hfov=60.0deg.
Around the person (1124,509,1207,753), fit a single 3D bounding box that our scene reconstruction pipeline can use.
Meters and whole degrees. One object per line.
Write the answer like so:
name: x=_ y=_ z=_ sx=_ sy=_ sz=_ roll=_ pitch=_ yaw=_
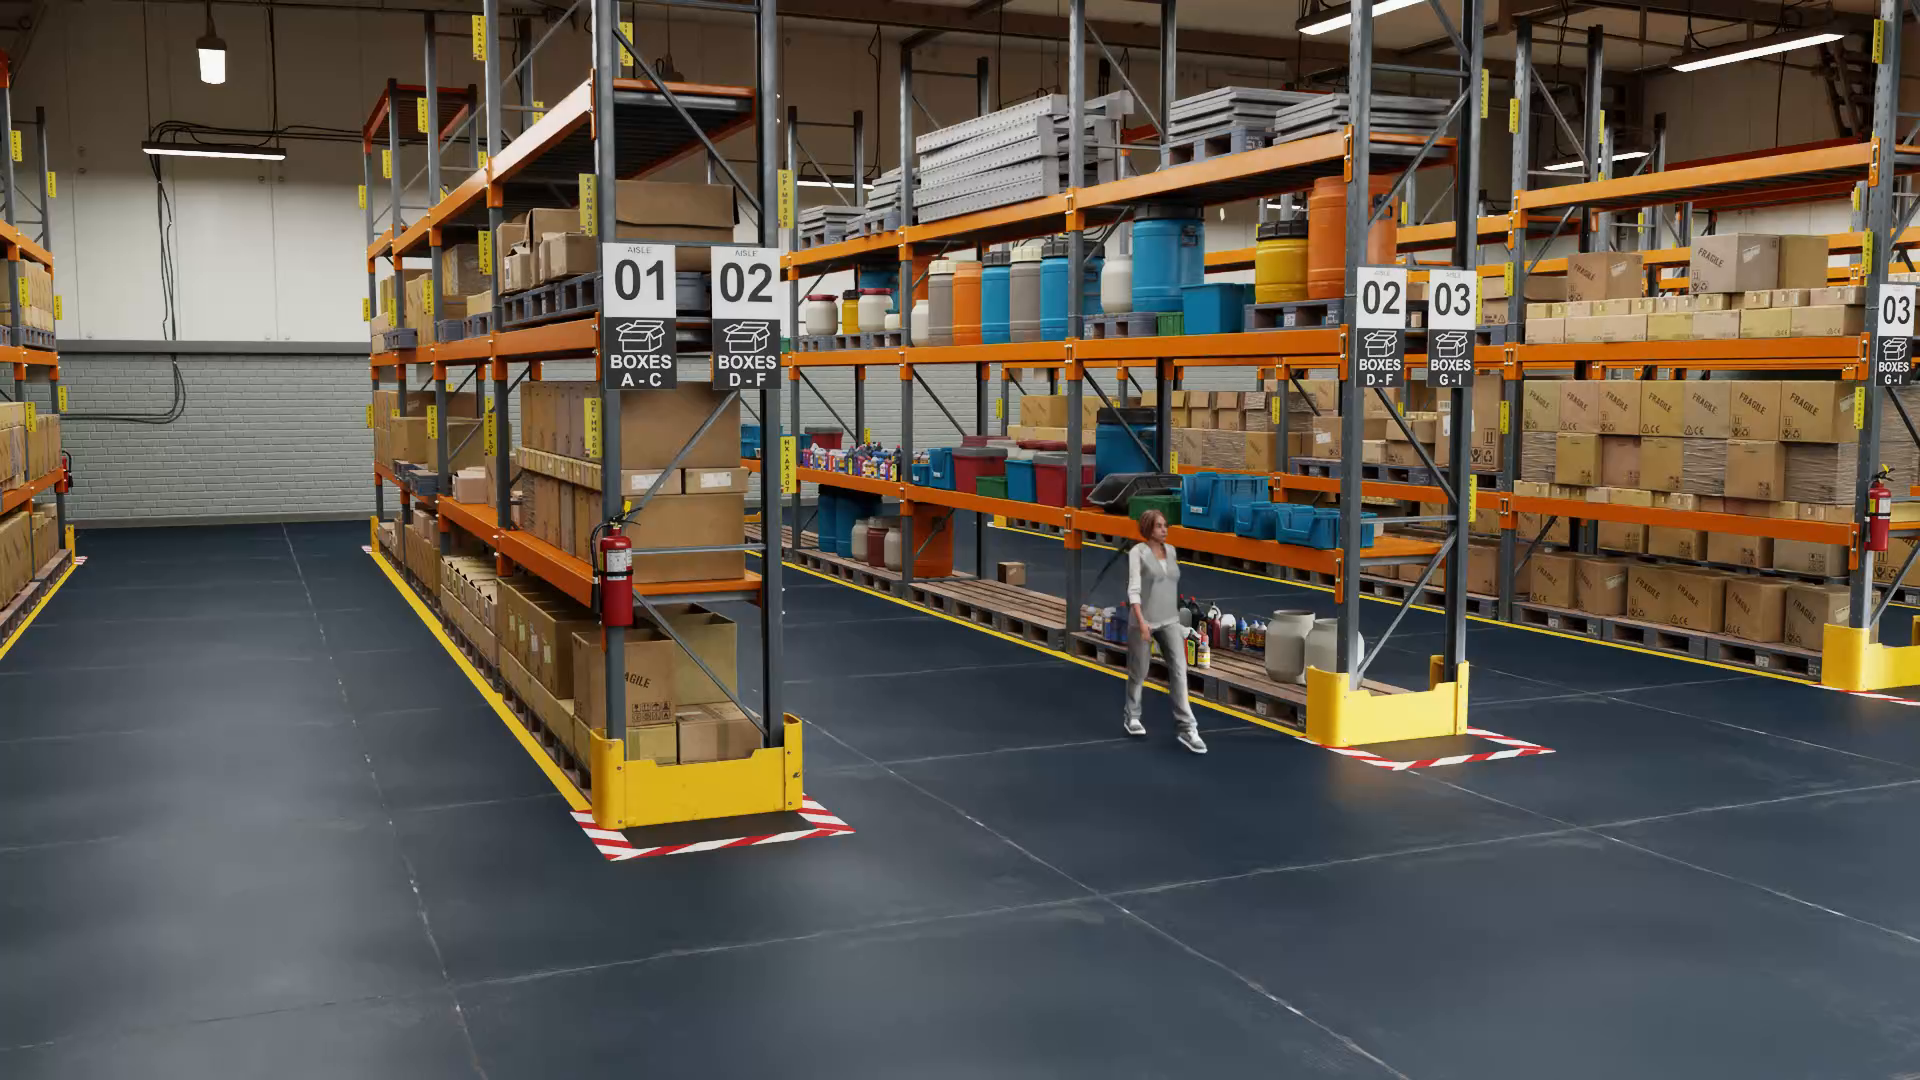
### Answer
person: x=1.331 y=0.583 z=11.159 sx=0.432 sy=1.581 sz=0.816 roll=-2 pitch=6 yaw=-23
